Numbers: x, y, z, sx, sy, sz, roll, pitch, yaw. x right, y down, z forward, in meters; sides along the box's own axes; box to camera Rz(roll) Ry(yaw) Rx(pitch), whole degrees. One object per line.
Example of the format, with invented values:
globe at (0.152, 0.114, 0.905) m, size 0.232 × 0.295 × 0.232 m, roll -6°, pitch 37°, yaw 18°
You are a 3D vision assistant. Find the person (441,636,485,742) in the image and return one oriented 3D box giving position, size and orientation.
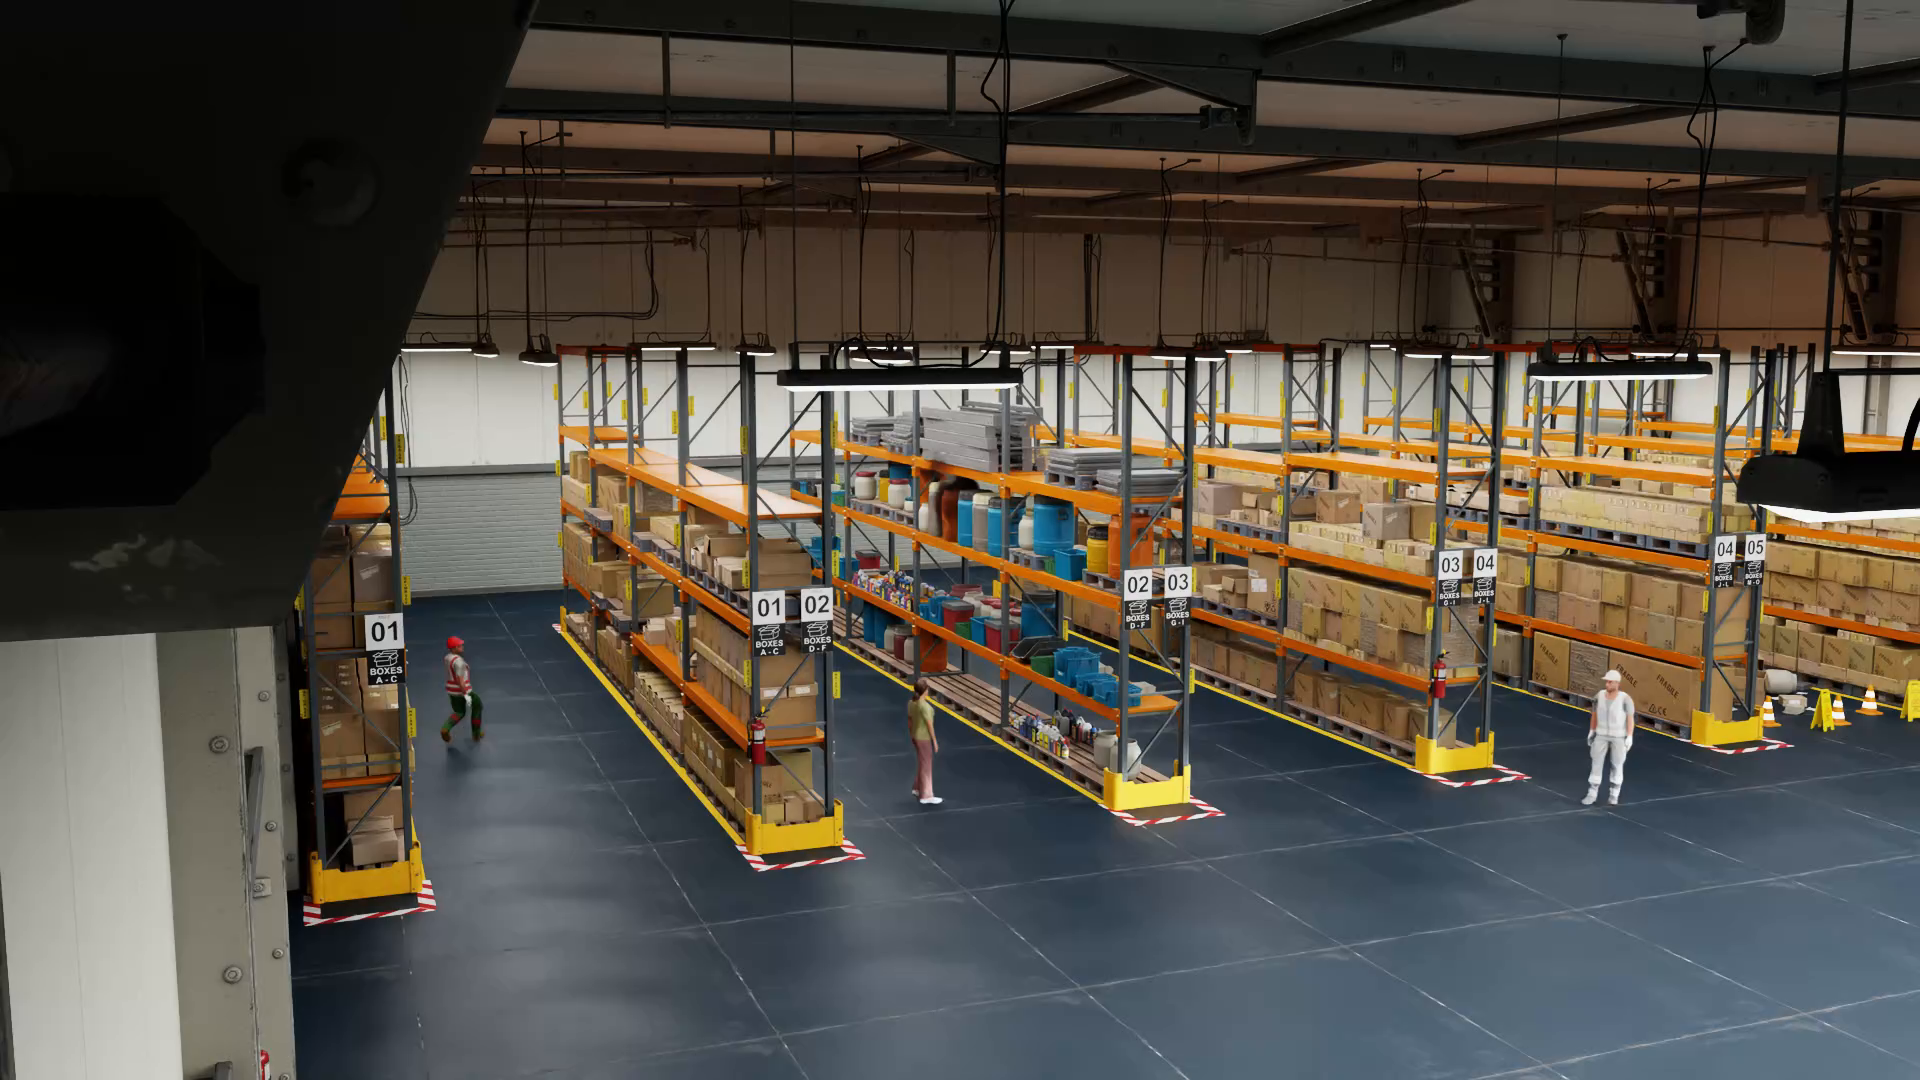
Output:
person at (-7.583, 2.277, 25.453) m, size 0.549 × 1.674 × 0.885 m, roll 4°, pitch 8°, yaw 31°

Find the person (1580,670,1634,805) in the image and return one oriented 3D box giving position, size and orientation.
person at (8.628, 2.635, 22.128) m, size 0.591 × 1.804 × 0.504 m, roll 5°, pitch 9°, yaw 36°

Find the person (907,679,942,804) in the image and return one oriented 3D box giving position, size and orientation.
person at (-0.476, 2.704, 22.273) m, size 0.409 × 1.714 × 0.504 m, roll -3°, pitch 8°, yaw -22°
